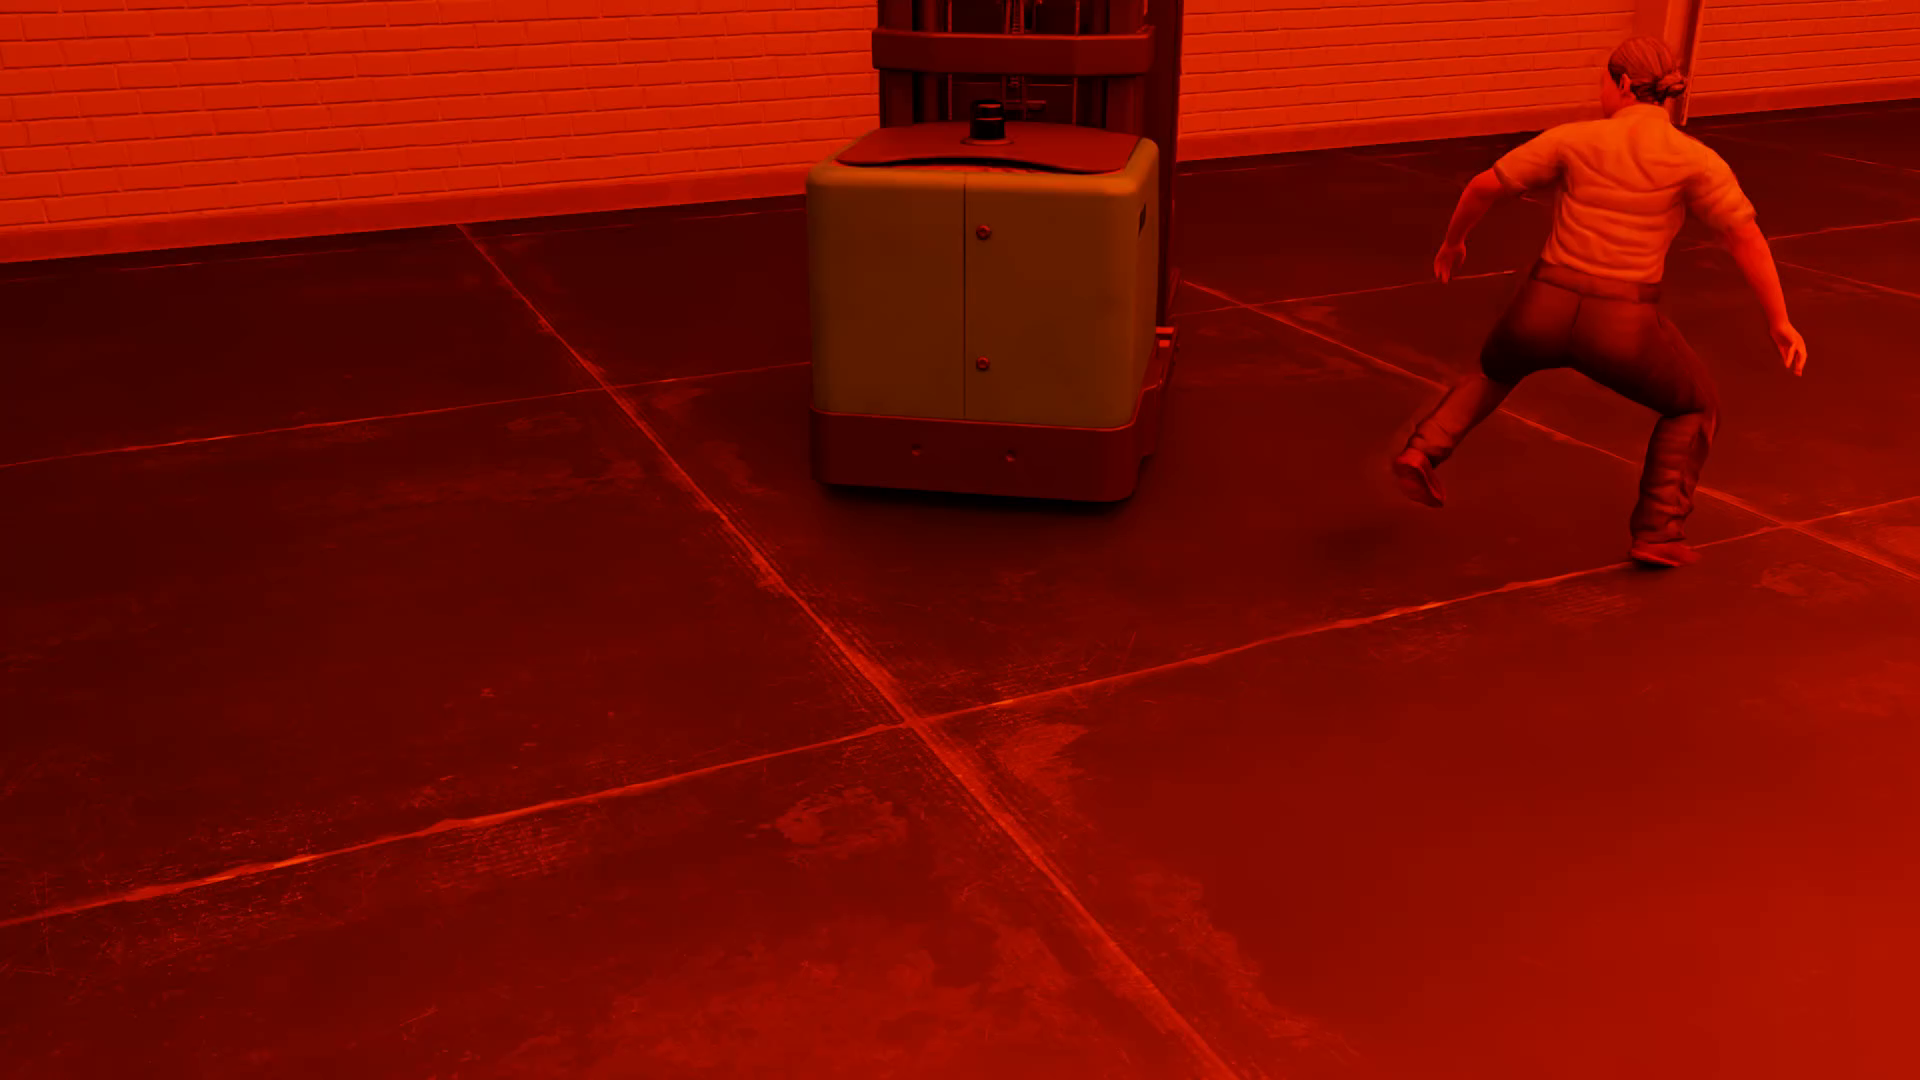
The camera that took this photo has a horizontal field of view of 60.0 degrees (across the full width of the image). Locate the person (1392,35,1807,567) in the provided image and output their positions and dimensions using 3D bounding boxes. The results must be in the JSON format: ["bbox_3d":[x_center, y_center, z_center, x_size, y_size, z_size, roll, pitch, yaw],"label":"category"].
[{"bbox_3d":[1.865,-0.643,4.774,1.049,1.542,0.485,14,26,29],"label":"person"}]

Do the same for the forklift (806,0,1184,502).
[{"bbox_3d":[0.293,-2.006,6.114,1.130,2.935,3.031,4,23,10],"label":"forklift"}]
